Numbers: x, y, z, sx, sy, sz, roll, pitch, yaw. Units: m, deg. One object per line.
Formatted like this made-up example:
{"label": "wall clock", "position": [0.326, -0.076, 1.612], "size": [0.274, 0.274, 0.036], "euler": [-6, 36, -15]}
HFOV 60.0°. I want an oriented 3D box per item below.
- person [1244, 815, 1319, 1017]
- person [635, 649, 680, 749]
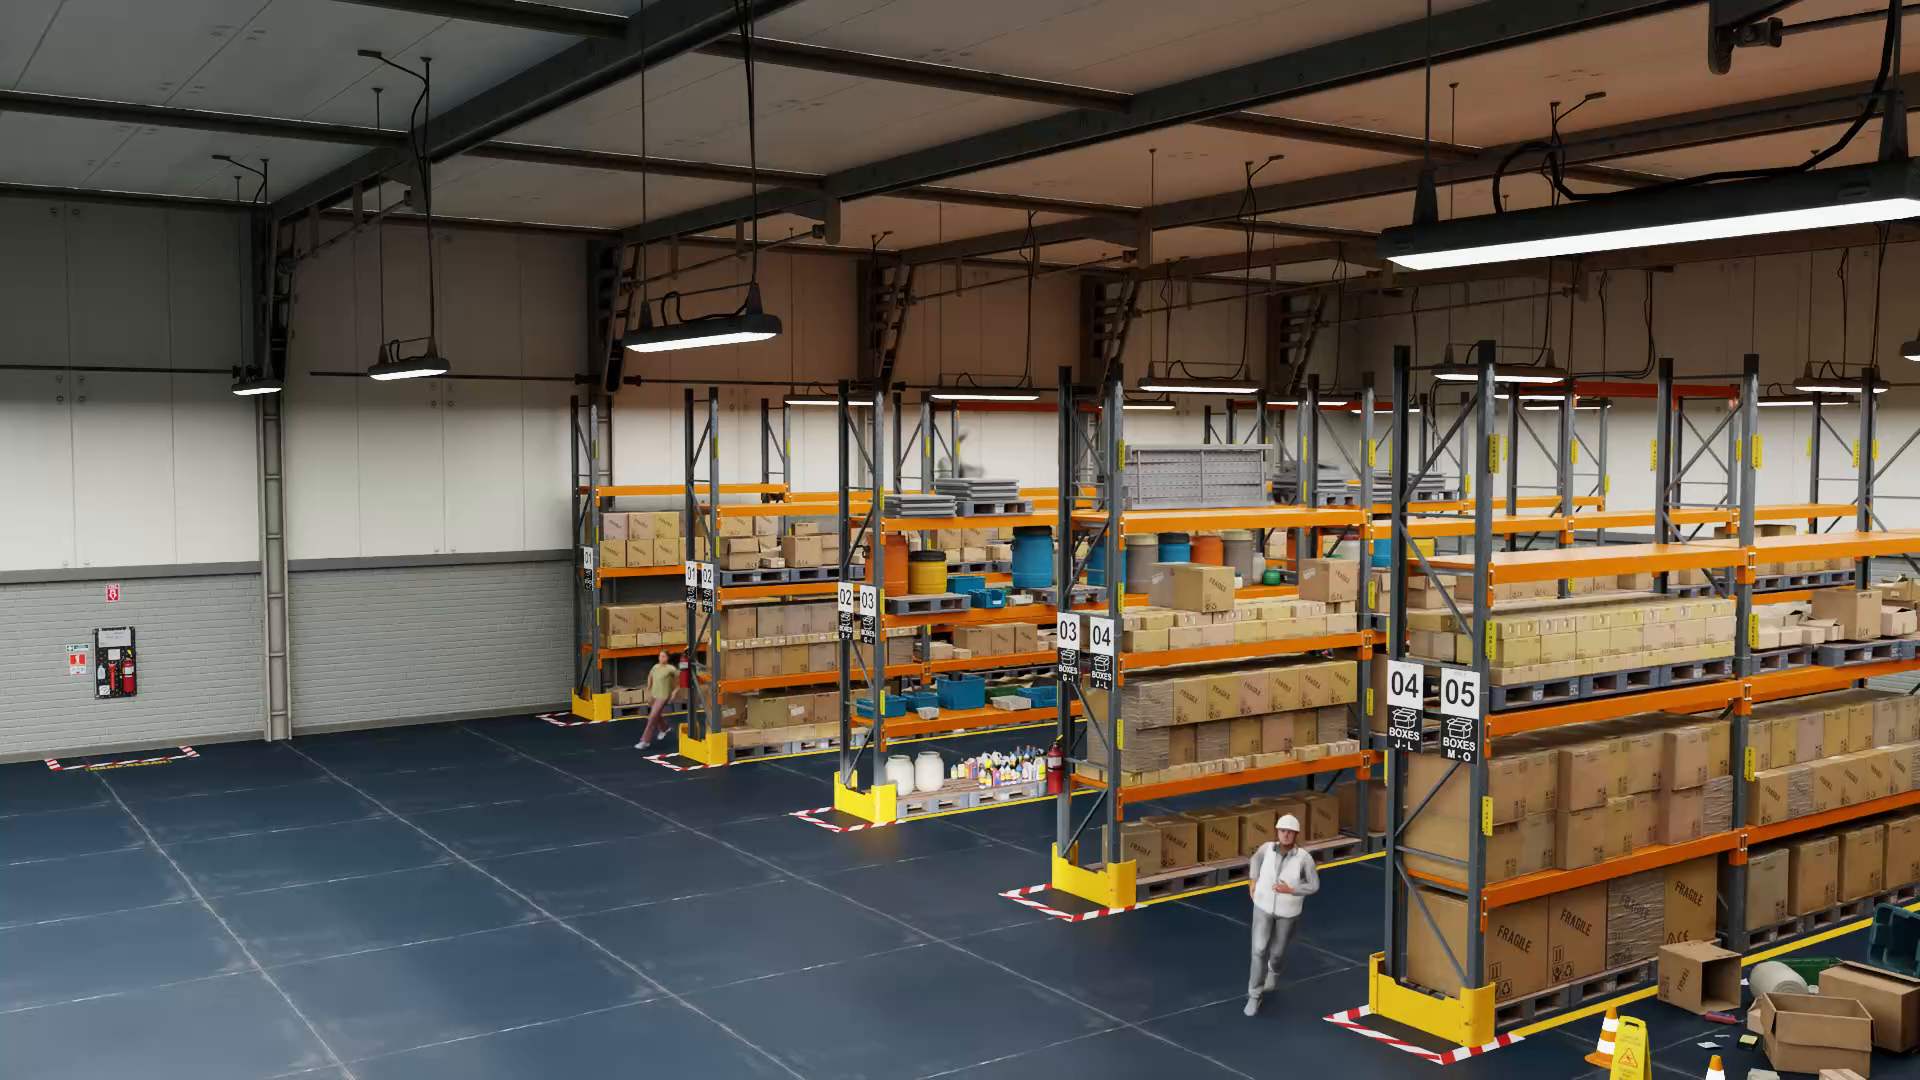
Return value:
{"label": "person", "position": [2.956, 3.384, 15.196], "size": [0.663, 1.795, 0.880], "euler": [1, 4, 20]}
{"label": "person", "position": [-5.027, 2.651, 27.948], "size": [0.637, 1.627, 0.954], "euler": [2, 4, 30]}
